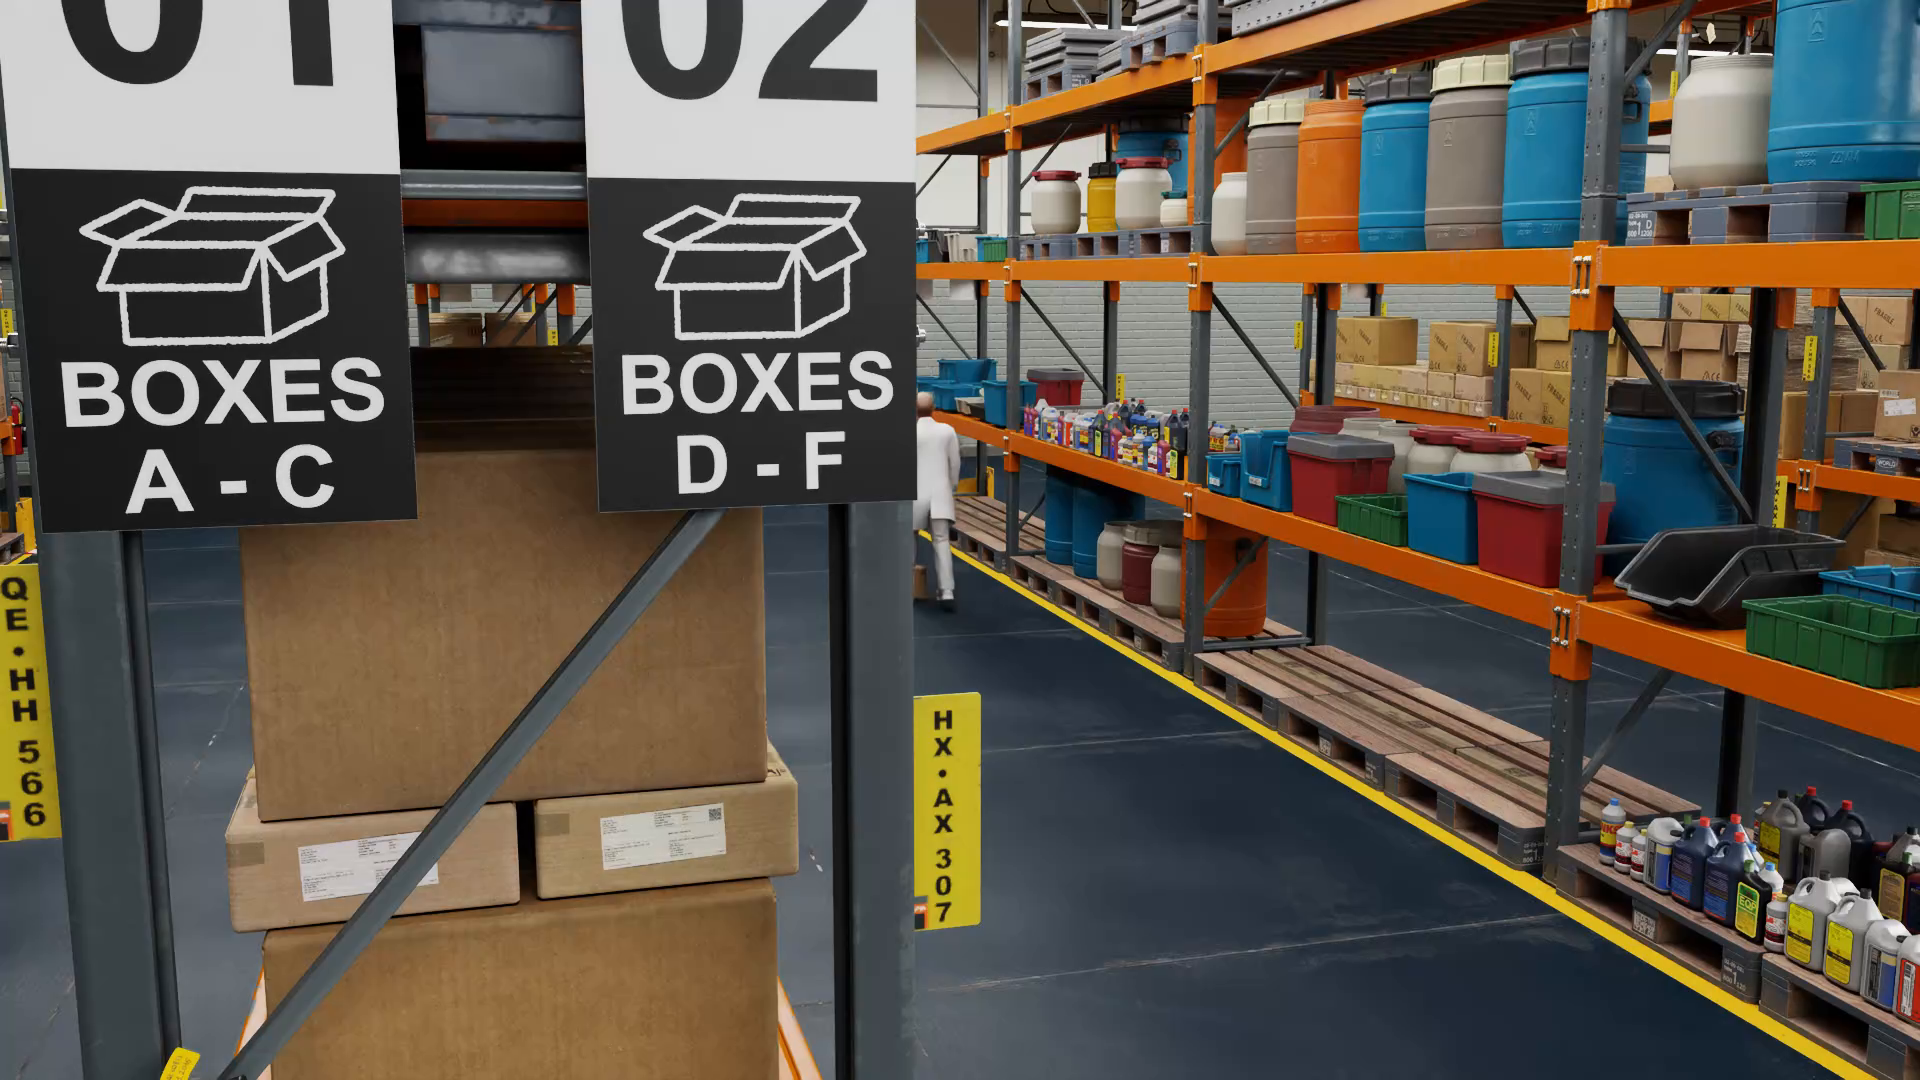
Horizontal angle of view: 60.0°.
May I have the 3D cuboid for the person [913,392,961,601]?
[{"bbox_3d":[-0.298,-0.367,13.766,0.643,1.723,1.164,-3,9,-16],"label":"person"}]
